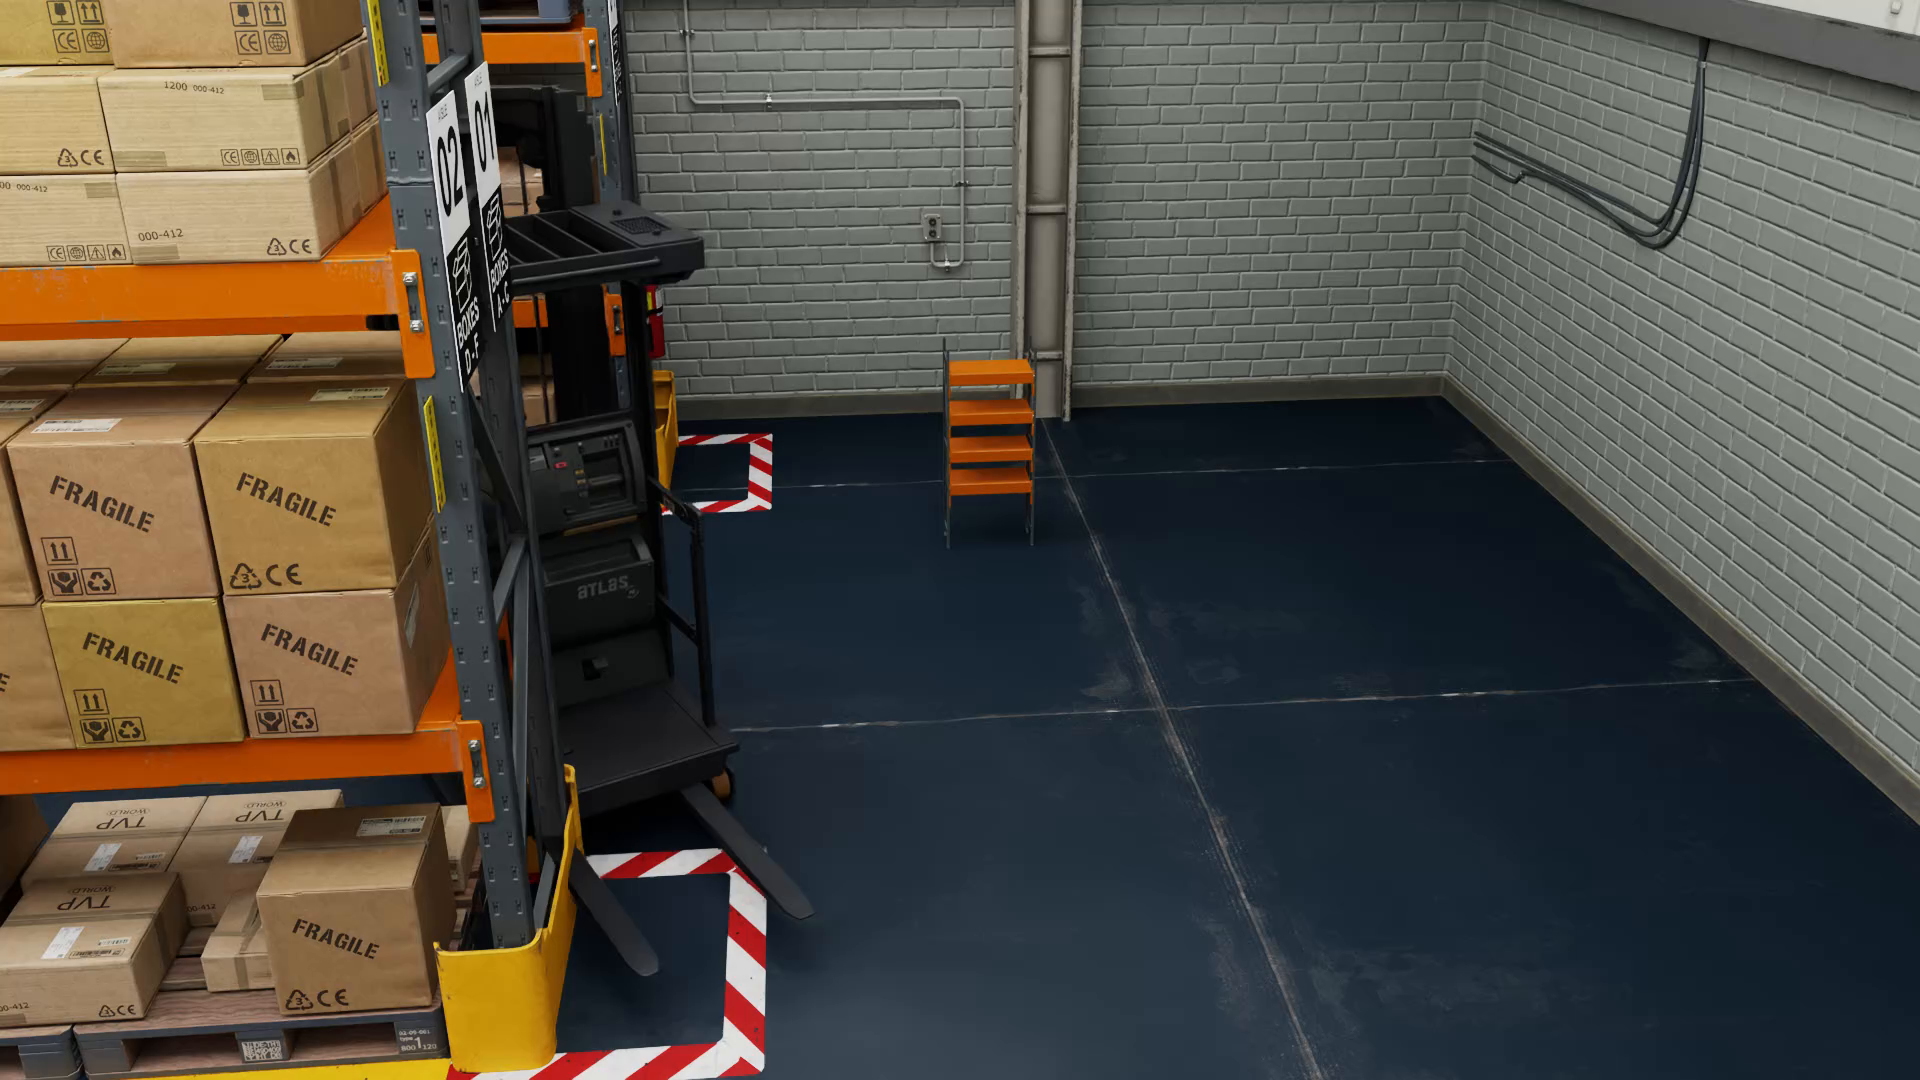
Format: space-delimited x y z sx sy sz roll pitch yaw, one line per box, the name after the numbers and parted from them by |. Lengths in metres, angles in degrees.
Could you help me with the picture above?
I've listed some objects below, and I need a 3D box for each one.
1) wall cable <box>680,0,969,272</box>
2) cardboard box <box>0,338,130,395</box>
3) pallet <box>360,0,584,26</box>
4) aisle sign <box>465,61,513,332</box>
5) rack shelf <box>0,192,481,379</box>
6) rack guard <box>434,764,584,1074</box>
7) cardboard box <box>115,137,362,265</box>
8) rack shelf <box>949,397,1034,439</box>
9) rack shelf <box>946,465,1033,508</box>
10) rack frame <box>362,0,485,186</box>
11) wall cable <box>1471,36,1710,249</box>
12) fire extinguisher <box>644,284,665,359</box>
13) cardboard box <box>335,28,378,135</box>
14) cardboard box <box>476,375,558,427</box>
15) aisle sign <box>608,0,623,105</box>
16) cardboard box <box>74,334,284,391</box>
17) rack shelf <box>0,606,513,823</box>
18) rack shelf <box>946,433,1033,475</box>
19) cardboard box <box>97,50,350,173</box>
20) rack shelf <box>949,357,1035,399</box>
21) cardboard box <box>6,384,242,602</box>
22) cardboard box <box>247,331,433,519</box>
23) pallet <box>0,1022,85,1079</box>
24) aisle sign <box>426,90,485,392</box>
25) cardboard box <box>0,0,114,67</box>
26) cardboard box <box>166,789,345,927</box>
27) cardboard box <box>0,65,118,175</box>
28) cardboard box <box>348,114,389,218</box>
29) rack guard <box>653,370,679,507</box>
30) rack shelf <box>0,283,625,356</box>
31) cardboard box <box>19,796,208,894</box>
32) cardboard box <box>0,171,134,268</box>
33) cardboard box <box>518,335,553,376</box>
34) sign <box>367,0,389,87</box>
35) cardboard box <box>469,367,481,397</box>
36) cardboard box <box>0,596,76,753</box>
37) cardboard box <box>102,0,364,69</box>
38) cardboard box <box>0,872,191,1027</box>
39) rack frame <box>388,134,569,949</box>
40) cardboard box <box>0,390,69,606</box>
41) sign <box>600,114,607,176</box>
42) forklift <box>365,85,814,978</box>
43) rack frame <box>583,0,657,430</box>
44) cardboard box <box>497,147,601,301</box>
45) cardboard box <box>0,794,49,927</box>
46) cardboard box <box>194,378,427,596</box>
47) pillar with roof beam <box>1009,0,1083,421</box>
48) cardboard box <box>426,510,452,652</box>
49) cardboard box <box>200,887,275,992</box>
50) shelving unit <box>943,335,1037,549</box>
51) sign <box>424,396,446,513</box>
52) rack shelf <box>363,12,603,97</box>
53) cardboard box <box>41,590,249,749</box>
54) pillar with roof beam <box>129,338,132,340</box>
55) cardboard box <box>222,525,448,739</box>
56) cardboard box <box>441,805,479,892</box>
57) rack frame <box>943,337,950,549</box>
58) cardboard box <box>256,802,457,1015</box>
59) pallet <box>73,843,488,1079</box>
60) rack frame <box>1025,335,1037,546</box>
-0.857 -2.697 10.874 1.851 1.984 0.084 -2 24 -5 | wall cable
-3.033 -0.347 5.483 0.500 0.500 0.500 -2 24 -4 | cardboard box
-2.776 -3.096 9.438 1.213 0.211 1.003 -2 24 -5 | pallet
-1.509 -1.107 5.346 0.004 0.787 0.394 -2 24 -5 | aisle sign
-3.538 -0.759 4.958 4.000 0.370 1.077 -2 24 -5 | rack shelf
-1.624 1.348 6.102 0.348 0.500 1.175 -2 24 -5 | rack guard
-2.033 -0.972 4.736 0.500 0.250 0.500 -2 24 -5 | cardboard box
0.165 -0.698 9.458 0.480 0.148 0.258 -2 24 -5 | rack shelf
0.165 -0.312 9.629 0.480 0.148 0.258 -2 24 -5 | rack shelf
-1.548 -2.539 4.382 0.127 3.000 1.000 -2 24 -5 | rack frame
3.625 -3.203 9.700 0.112 2.526 3.097 -2 24 -5 | wall cable
-1.843 -1.413 9.791 0.183 0.674 0.296 -2 24 -5 | fire extinguisher
-2.085 -1.413 5.111 0.500 0.250 0.500 -2 24 -5 | cardboard box
-2.725 -0.781 10.374 0.500 0.500 0.700 -2 24 -5 | cardboard box
-1.937 -2.869 9.311 0.004 0.787 0.394 -2 24 -5 | aisle sign
-2.535 -0.365 5.523 0.500 0.500 0.500 -2 24 -5 | cardboard box
-3.538 0.611 5.567 4.000 0.370 1.077 -2 24 -5 | rack shelf
0.165 -0.493 9.548 0.480 0.148 0.258 -2 24 -5 | rack shelf
-2.034 -1.204 4.642 0.500 0.250 0.500 -2 24 -5 | cardboard box
0.165 -0.914 9.362 0.480 0.148 0.258 -2 24 -5 | rack shelf
-2.467 -0.150 5.041 0.500 0.500 0.500 -2 24 -4 | cardboard box
-2.015 -0.389 5.577 0.500 0.500 0.500 -2 24 -4 | cardboard box
-3.628 1.560 5.981 1.213 0.211 1.003 -2 24 -5 | pallet
-1.450 -0.864 4.800 0.004 0.787 0.394 -2 24 -5 | aisle sign
-2.564 -1.658 4.739 0.500 0.500 0.700 -2 24 -5 | cardboard box
-2.615 1.185 6.234 0.500 0.250 0.500 -2 24 -5 | cardboard box
-2.532 -1.184 4.597 0.500 0.250 0.500 -2 24 -5 | cardboard box
-2.084 -1.182 5.207 0.500 0.250 0.500 -2 24 -5 | cardboard box
-2.015 -0.658 10.615 0.348 0.500 1.175 -2 24 -5 | rack guard
-4.029 -1.391 10.072 4.000 0.370 1.077 -2 24 -5 | rack shelf
-3.112 1.205 6.189 0.500 0.250 0.500 -2 24 -5 | cardboard box
-2.532 -0.957 4.701 0.500 0.250 0.500 -2 24 -5 | cardboard box
-2.621 -1.163 10.435 0.250 0.149 0.380 -2 24 -5 | cardboard box
-1.513 -1.347 4.305 0.005 0.325 0.100 -2 24 -5 | sign
-2.835 -0.998 10.065 0.250 0.149 0.380 -3 24 -6 | cardboard box
-2.980 0.325 5.203 0.500 0.500 0.500 -2 24 -5 | cardboard box
-2.058 -1.643 4.707 0.500 0.500 0.700 -2 24 -5 | cardboard box
-3.013 1.405 5.739 0.500 0.250 0.500 -2 24 -5 | cardboard box
-1.548 0.203 5.601 0.127 3.000 1.000 -2 24 -5 | rack frame
-2.982 -0.128 4.990 0.500 0.500 0.500 -2 24 -4 | cardboard box
-1.999 -2.217 9.327 0.005 0.325 0.100 -2 24 -5 | sign
-1.630 -0.207 6.608 1.130 2.935 3.031 -14 28 -29 | forklift
-2.039 -1.799 10.105 0.127 3.000 1.000 -2 24 -5 | rack frame
-2.545 -1.912 9.989 0.700 0.700 0.980 -1 24 -3 | cardboard box
-3.659 1.225 5.833 0.637 0.503 0.797 -2 24 -5 | cardboard box
-1.964 -0.171 5.087 0.500 0.500 0.500 -3 24 -6 | cardboard box
0.986 -3.258 6.001 0.400 9.000 9.100 -2 24 -5 | pillar with roof beam
-2.015 0.068 5.780 0.500 0.500 0.500 -2 24 -4 | cardboard box
-2.477 1.397 5.860 0.250 0.166 0.380 -2 24 -5 | cardboard box
0.165 -0.555 9.521 0.503 1.200 0.258 -2 24 -5 | shelving unit
-1.513 -0.246 4.795 0.005 0.325 0.100 -2 24 -5 | sign
-4.029 -2.762 9.462 4.000 0.370 1.077 -2 24 -5 | rack shelf
-2.483 0.307 5.243 0.500 0.500 0.500 -2 24 -5 | cardboard box
-4.984 -3.019 5.462 0.400 9.000 9.100 -2 24 -5 | pillar with roof beam
-1.967 0.285 5.293 0.500 0.500 0.500 -2 24 -4 | cardboard box
-1.998 1.182 6.365 0.250 0.149 0.380 -2 24 -5 | cardboard box
-0.078 -0.545 9.499 0.015 1.200 0.240 -2 24 -5 | rack frame
-2.065 1.265 5.746 0.500 0.500 0.500 -2 24 -5 | cardboard box
-2.417 1.512 6.088 1.213 0.211 1.003 -2 24 -5 | pallet
0.408 -0.565 9.543 0.015 1.200 0.240 -2 24 -5 | rack frame
